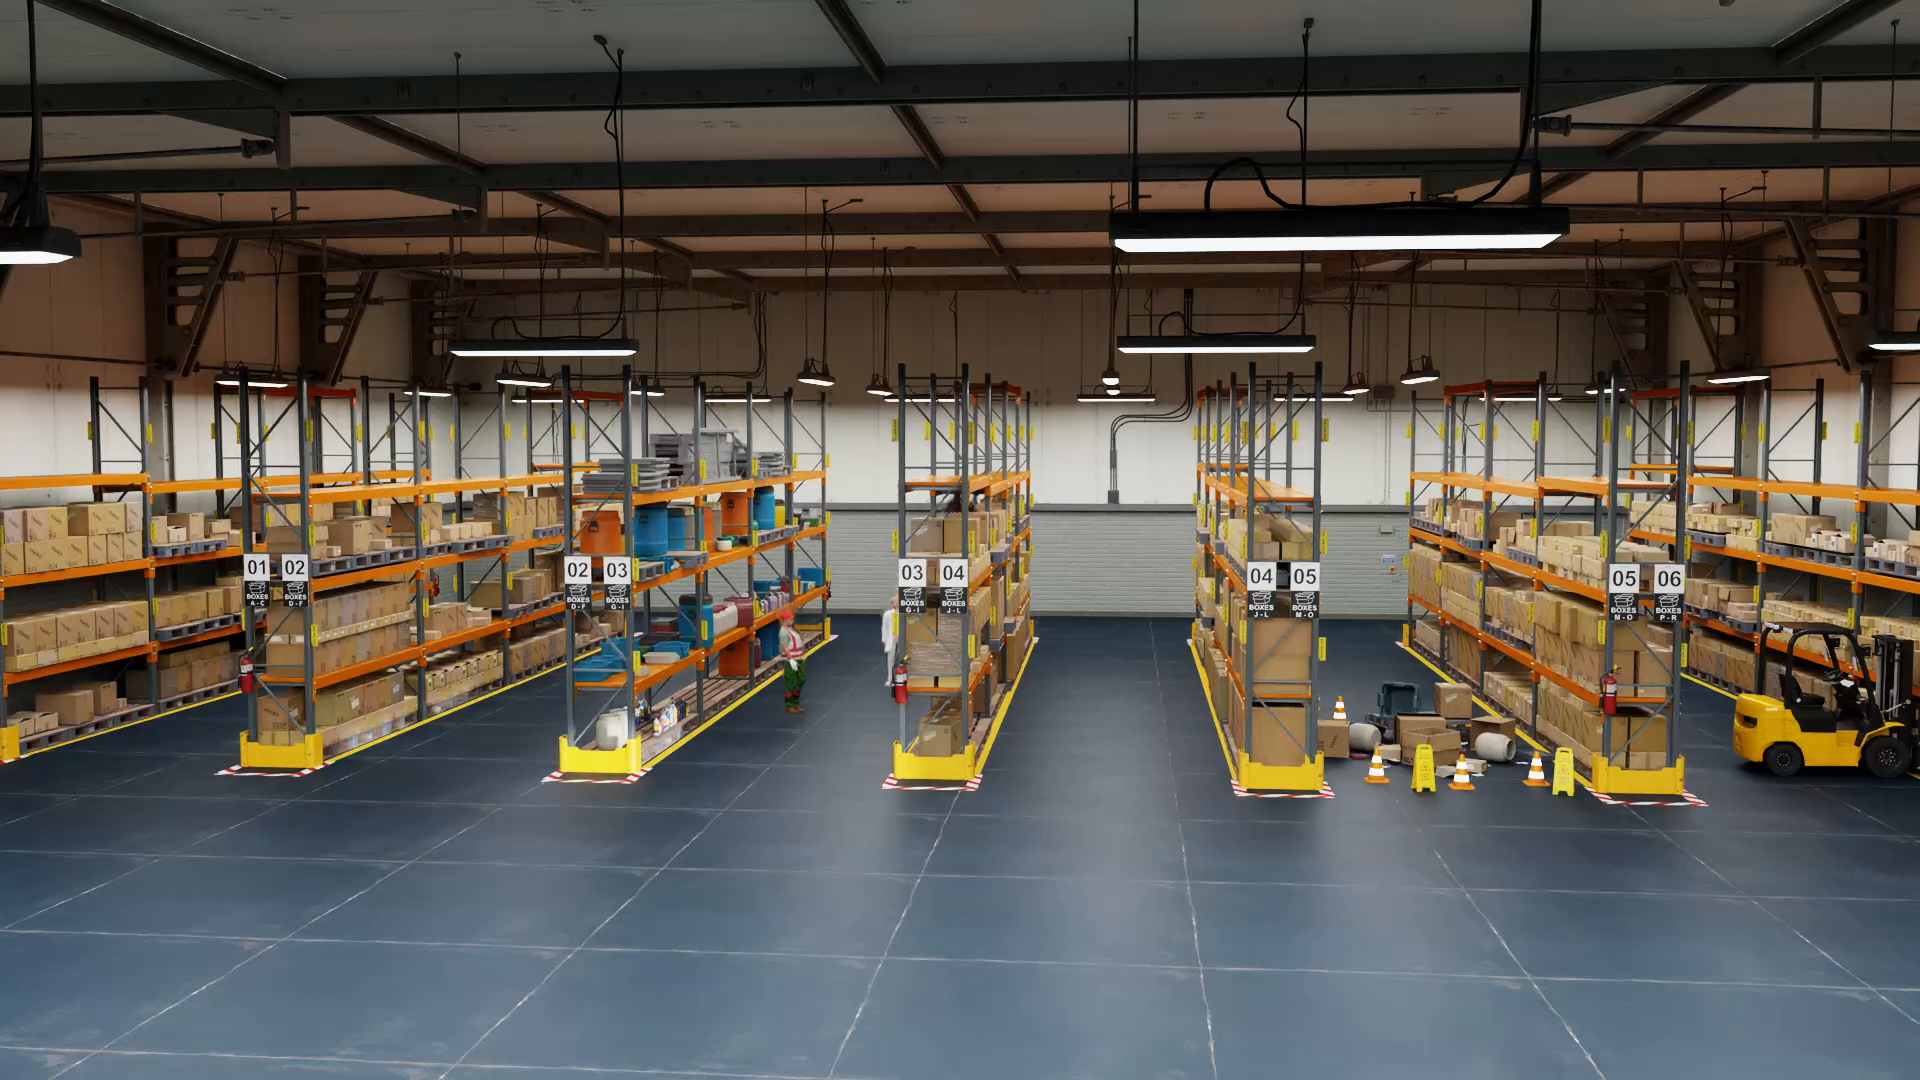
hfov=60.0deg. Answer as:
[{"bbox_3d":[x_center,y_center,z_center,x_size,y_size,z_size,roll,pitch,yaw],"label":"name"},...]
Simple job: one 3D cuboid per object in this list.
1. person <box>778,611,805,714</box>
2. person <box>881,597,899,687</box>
[{"bbox_3d":[-2.923,2.155,29.287,0.540,1.824,0.663,2,4,29],"label":"person"},{"bbox_3d":[-1.210,1.965,32.175,0.658,1.700,1.100,0,4,4],"label":"person"}]
